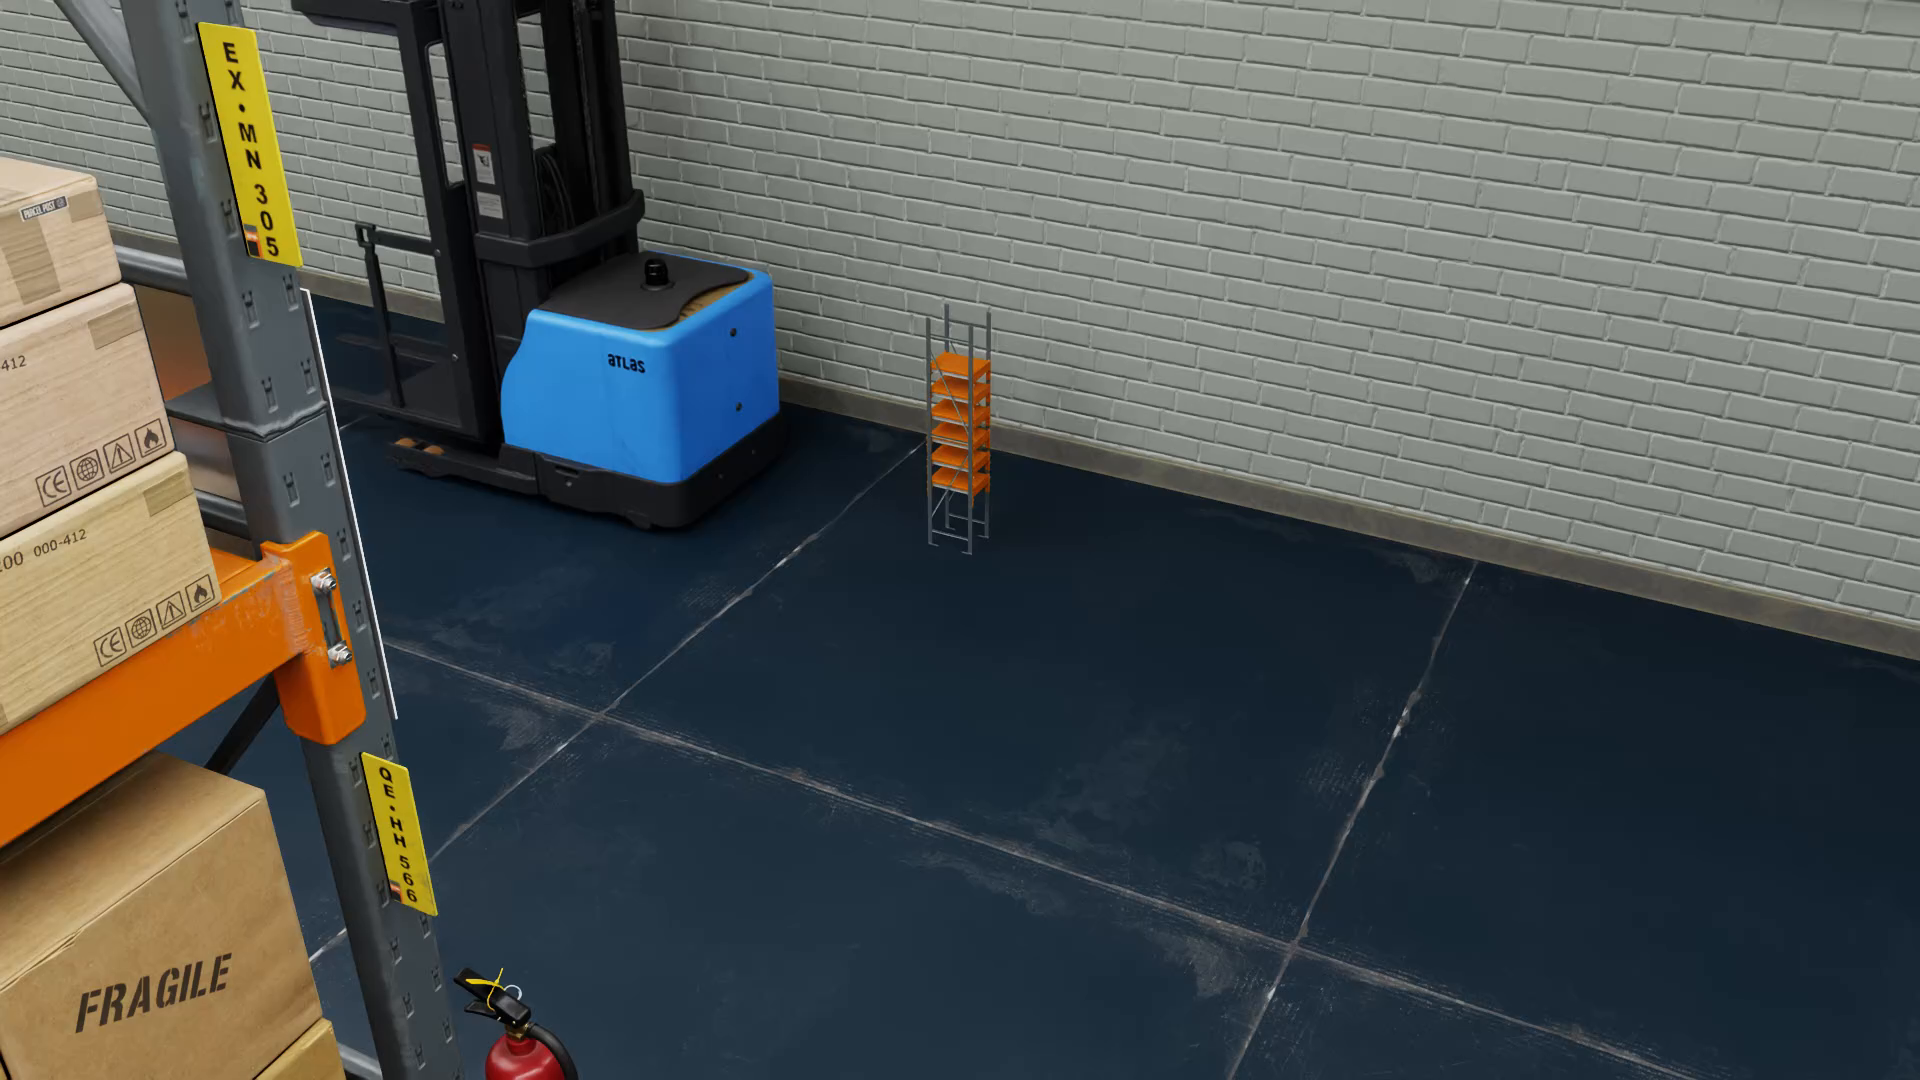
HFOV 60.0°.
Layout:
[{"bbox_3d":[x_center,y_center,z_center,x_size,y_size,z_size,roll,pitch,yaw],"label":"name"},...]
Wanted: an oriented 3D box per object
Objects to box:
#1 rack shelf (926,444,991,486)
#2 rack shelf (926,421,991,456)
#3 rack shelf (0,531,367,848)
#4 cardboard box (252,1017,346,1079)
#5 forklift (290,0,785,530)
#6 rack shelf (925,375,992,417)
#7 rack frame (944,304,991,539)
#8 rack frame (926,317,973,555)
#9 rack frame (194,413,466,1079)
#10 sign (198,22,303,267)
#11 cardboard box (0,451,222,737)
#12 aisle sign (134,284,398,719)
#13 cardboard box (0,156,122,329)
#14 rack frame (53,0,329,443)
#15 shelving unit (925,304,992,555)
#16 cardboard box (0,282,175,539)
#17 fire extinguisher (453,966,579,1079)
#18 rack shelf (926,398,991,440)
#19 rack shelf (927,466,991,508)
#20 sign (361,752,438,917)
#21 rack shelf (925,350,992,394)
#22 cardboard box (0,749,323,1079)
[{"bbox_3d":[-0.007,-0.371,8.022,0.258,0.103,0.180,14,33,23],"label":"rack shelf"},{"bbox_3d":[-0.007,-0.475,7.962,0.258,0.103,0.180,14,33,23],"label":"rack shelf"},{"bbox_3d":[-2.362,0.913,1.358,1.077,0.370,4.000,14,33,23],"label":"rack shelf"},{"bbox_3d":[-1.426,1.101,2.922,0.500,0.500,0.500,15,33,24],"label":"cardboard box"},{"bbox_3d":[-2.494,-1.822,8.480,3.031,2.935,1.130,14,33,23],"label":"forklift"},{"bbox_3d":[-0.007,-0.683,7.843,0.258,0.103,0.180,14,33,23],"label":"rack shelf"},{"bbox_3d":[0.035,-0.554,8.011,0.240,1.200,0.006,14,33,23],"label":"rack frame"},{"bbox_3d":[-0.048,-0.473,7.869,0.240,1.200,0.006,14,33,23],"label":"rack frame"},{"bbox_3d":[-1.451,1.015,3.470,1.000,3.000,0.127,14,33,23],"label":"rack frame"},{"bbox_3d":[-0.966,-0.535,2.268,0.100,0.325,0.005,14,33,23],"label":"sign"},{"bbox_3d":[-1.422,0.041,2.305,0.500,0.250,0.500,14,33,22],"label":"cardboard box"},{"bbox_3d":[-1.150,-0.076,2.760,0.394,0.787,0.004,14,33,23],"label":"aisle sign"},{"bbox_3d":[-1.340,-0.396,2.164,0.380,0.149,0.250,14,33,23],"label":"cardboard box"},{"bbox_3d":[-1.451,-1.586,1.976,1.000,3.000,0.127,14,33,23],"label":"rack frame"},{"bbox_3d":[-0.007,-0.514,7.940,0.258,1.200,0.189,14,33,23],"label":"shelving unit"},{"bbox_3d":[-1.434,-0.175,2.180,0.500,0.250,0.500,13,32,22],"label":"cardboard box"},{"bbox_3d":[-0.925,1.204,3.594,0.296,0.674,0.183,14,33,23],"label":"fire extinguisher"},{"bbox_3d":[-0.007,-0.579,7.902,0.258,0.103,0.180,14,33,23],"label":"rack shelf"},{"bbox_3d":[-0.007,-0.267,8.082,0.258,0.103,0.180,14,33,23],"label":"rack shelf"},{"bbox_3d":[-0.966,0.511,2.868,0.100,0.325,0.005,14,33,23],"label":"sign"},{"bbox_3d":[-0.007,-0.788,7.783,0.258,0.103,0.180,14,33,23],"label":"rack shelf"},{"bbox_3d":[-1.438,0.669,2.670,0.500,0.500,0.500,14,33,22],"label":"cardboard box"}]
